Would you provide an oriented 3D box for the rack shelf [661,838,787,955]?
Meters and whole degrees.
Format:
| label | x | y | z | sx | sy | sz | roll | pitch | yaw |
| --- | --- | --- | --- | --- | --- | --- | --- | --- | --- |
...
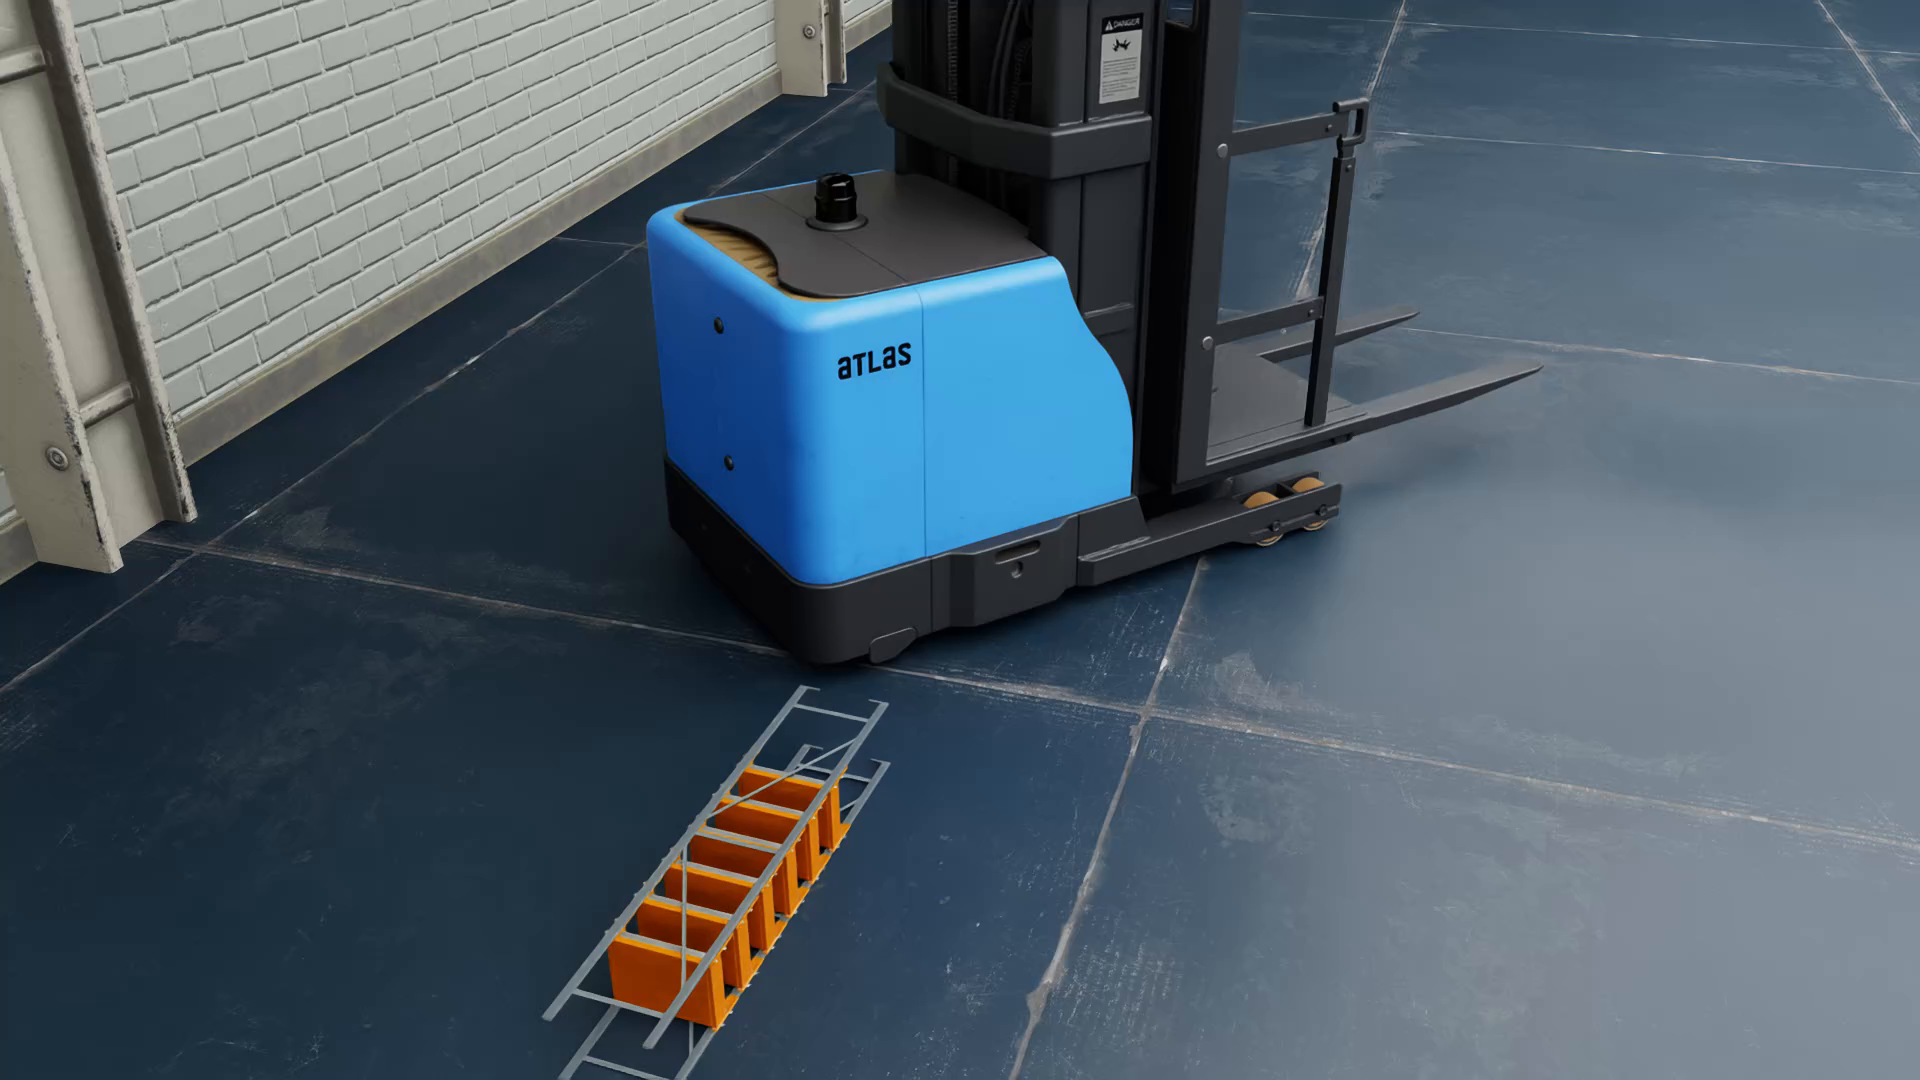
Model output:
| label | x | y | z | sx | sy | sz | roll | pitch | yaw |
| --- | --- | --- | --- | --- | --- | --- | --- | --- | --- |
| rack shelf | -0.517 | 0.779 | 3.648 | 0.258 | 0.180 | 0.103 | 10 | 31 | 17 |

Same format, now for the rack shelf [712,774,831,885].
| label | x | y | z | sx | sy | sz | roll | pitch | yaw |
| --- | --- | --- | --- | --- | --- | --- | --- | --- | --- |
| rack shelf | -0.436 | 0.668 | 3.845 | 0.258 | 0.180 | 0.103 | 10 | 31 | 17 |

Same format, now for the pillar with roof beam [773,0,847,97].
| label | x | y | z | sx | sy | sz | roll | pitch | yaw |
| --- | --- | --- | --- | --- | --- | --- | --- | --- | --- |
| pillar with roof beam | 3.203 | -6.118 | 6.991 | 9.100 | 9.000 | 0.400 | 8 | 30 | 15 |

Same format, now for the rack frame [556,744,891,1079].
| label | x | y | z | sx | sy | sz | roll | pitch | yaw |
| --- | --- | --- | --- | --- | --- | --- | --- | --- | --- |
| rack frame | -0.492 | 0.824 | 3.755 | 0.240 | 0.006 | 1.200 | 10 | 31 | 17 |

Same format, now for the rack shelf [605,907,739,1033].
| label | x | y | z | sx | sy | sz | roll | pitch | yaw |
| --- | --- | --- | --- | --- | --- | --- | --- | --- | --- |
| rack shelf | -0.599 | 0.890 | 3.452 | 0.258 | 0.180 | 0.103 | 10 | 31 | 17 |

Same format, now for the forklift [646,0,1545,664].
| label | x | y | z | sx | sy | sz | roll | pitch | yaw |
| --- | --- | --- | --- | --- | --- | --- | --- | --- | --- |
| forklift | 0.616 | -1.464 | 4.867 | 3.031 | 2.935 | 1.130 | -17 | 33 | -27 |

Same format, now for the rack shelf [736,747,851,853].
| label | x | y | z | sx | sy | sz | roll | pitch | yaw |
| --- | --- | --- | --- | --- | --- | --- | --- | --- | --- |
| rack shelf | -0.396 | 0.613 | 3.943 | 0.258 | 0.180 | 0.103 | 10 | 31 | 17 |

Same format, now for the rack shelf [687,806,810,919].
| label | x | y | z | sx | sy | sz | roll | pitch | yaw |
| --- | --- | --- | --- | --- | --- | --- | --- | --- | --- |
| rack shelf | -0.477 | 0.724 | 3.747 | 0.258 | 0.180 | 0.103 | 10 | 31 | 17 |

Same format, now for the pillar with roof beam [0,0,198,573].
| label | x | y | z | sx | sy | sz | roll | pitch | yaw |
| --- | --- | --- | --- | --- | --- | --- | --- | --- | --- |
| pillar with roof beam | 1.441 | -3.330 | 1.979 | 9.100 | 9.000 | 0.400 | 8 | 30 | 15 |

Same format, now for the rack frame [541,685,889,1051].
| label | x | y | z | sx | sy | sz | roll | pitch | yaw |
| --- | --- | --- | --- | --- | --- | --- | --- | --- | --- |
| rack frame | -0.492 | 0.665 | 3.665 | 0.240 | 0.006 | 1.200 | 10 | 31 | 17 |

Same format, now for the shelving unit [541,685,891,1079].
| label | x | y | z | sx | sy | sz | roll | pitch | yaw |
| --- | --- | --- | --- | --- | --- | --- | --- | --- | --- |
| shelving unit | -0.492 | 0.744 | 3.710 | 0.258 | 0.189 | 1.200 | 10 | 31 | 17 |

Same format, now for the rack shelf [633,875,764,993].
| label | x | y | z | sx | sy | sz | roll | pitch | yaw |
| --- | --- | --- | --- | --- | --- | --- | --- | --- | --- |
| rack shelf | -0.558 | 0.835 | 3.550 | 0.258 | 0.180 | 0.103 | 10 | 31 | 17 |
